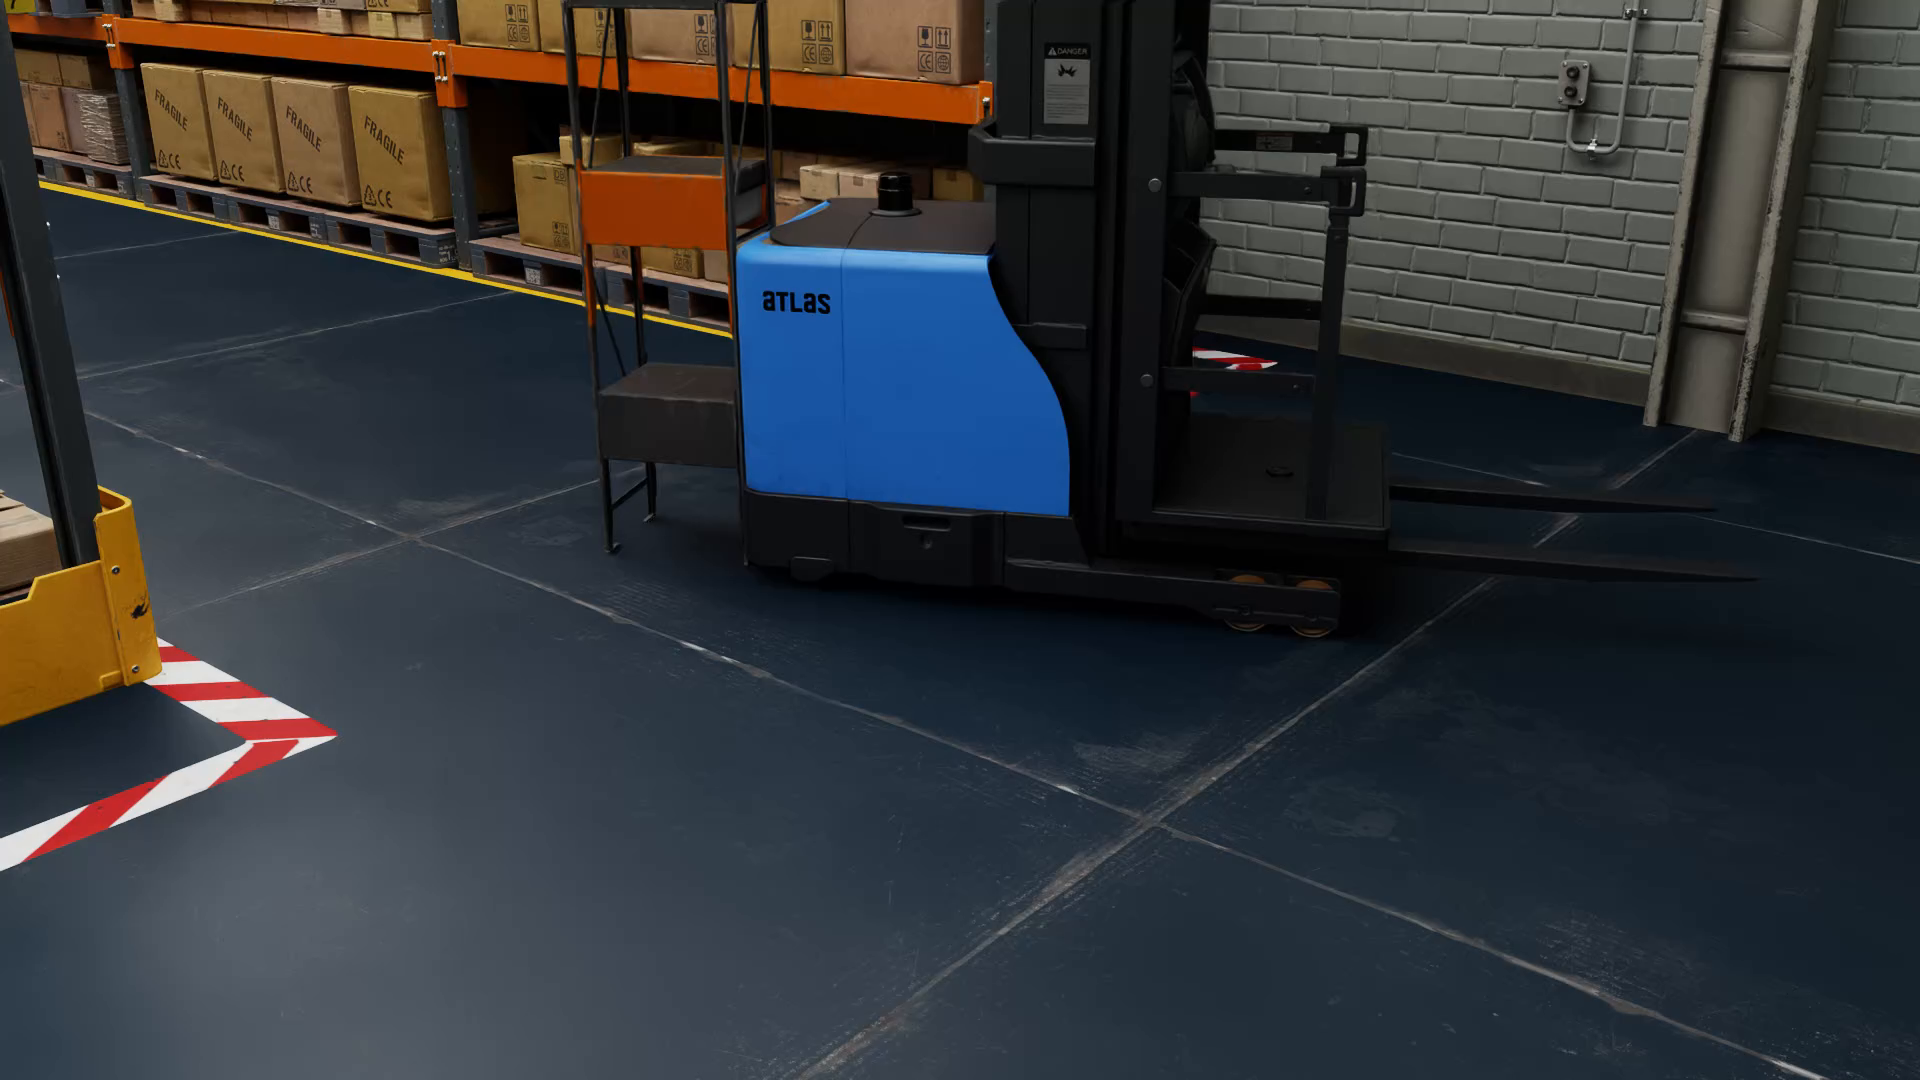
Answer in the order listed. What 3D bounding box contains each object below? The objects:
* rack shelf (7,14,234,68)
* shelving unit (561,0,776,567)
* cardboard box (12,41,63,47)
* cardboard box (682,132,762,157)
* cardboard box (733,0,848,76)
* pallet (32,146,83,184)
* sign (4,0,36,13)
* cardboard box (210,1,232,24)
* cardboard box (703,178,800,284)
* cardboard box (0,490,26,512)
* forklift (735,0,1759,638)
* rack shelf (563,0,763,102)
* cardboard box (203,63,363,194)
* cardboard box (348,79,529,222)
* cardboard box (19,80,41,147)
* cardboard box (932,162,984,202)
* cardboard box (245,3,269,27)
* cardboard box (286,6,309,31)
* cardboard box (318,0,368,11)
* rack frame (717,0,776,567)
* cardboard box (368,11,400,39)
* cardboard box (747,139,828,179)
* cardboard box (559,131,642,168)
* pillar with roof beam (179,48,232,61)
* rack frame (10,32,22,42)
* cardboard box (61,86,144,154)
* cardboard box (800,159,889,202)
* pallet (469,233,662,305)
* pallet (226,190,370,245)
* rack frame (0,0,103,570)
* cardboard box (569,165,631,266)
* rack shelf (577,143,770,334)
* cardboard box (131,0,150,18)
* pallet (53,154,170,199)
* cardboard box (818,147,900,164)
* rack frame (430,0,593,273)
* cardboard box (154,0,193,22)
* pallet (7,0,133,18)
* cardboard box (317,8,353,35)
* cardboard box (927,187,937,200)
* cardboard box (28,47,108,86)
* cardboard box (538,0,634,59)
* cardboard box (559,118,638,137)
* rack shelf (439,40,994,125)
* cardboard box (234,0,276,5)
[{"bbox_3d":[-7.284,-4.144,13.425,4.000,0.370,1.077,16,26,36],"label":"rack shelf"},{"bbox_3d":[-0.891,-0.982,5.297,0.503,2.100,0.431,5,21,12],"label":"shelving unit"},{"bbox_3d":[-7.910,-4.057,14.031,0.500,0.250,0.500,15,26,35],"label":"cardboard box"},{"bbox_3d":[-1.299,-2.132,9.098,0.250,0.149,0.380,16,26,37],"label":"cardboard box"},{"bbox_3d":[-0.509,-2.660,8.046,0.700,0.700,0.980,16,26,36],"label":"cardboard box"},{"bbox_3d":[-7.280,-3.177,13.793,1.213,0.211,1.003,16,26,36],"label":"pallet"},{"bbox_3d":[-2.323,-1.448,4.030,0.005,0.325,0.100,16,26,36],"label":"sign"},{"bbox_3d":[-4.805,-3.570,11.213,0.250,0.149,0.380,17,26,37],"label":"cardboard box"},{"bbox_3d":[-0.920,-1.629,8.684,0.500,0.500,0.700,15,25,35],"label":"cardboard box"},{"bbox_3d":[-2.967,-0.018,4.856,0.250,0.166,0.380,16,26,36],"label":"cardboard box"},{"bbox_3d":[0.883,-1.289,4.933,3.031,2.935,1.130,5,21,12],"label":"forklift"},{"bbox_3d":[-0.891,-1.624,5.054,0.480,0.518,0.431,5,21,12],"label":"rack shelf"},{"bbox_3d":[-4.573,-2.828,11.367,0.750,0.750,0.750,16,26,36],"label":"cardboard box"},{"bbox_3d":[-3.222,-2.442,10.344,0.750,0.750,0.750,16,26,37],"label":"cardboard box"},{"bbox_3d":[-7.451,-3.577,13.821,0.500,0.500,0.700,16,26,37],"label":"cardboard box"},{"bbox_3d":[0.081,-1.735,8.047,0.250,0.149,0.380,16,26,37],"label":"cardboard box"},{"bbox_3d":[-4.431,-3.450,10.894,0.250,0.149,0.380,16,26,37],"label":"cardboard box"},{"bbox_3d":[-4.033,-3.327,10.568,0.250,0.149,0.380,15,25,35],"label":"cardboard box"},{"bbox_3d":[-3.554,-3.482,10.060,0.500,0.500,0.500,16,26,37],"label":"cardboard box"},{"bbox_3d":[-0.654,-0.963,5.245,0.015,2.100,0.400,5,21,12],"label":"rack frame"},{"bbox_3d":[-3.287,-3.082,9.916,0.250,0.149,0.380,17,26,37],"label":"cardboard box"},{"bbox_3d":[-0.903,-2.018,8.796,0.250,0.149,0.380,16,26,37],"label":"cardboard box"},{"bbox_3d":[-1.971,-2.151,9.149,0.250,0.149,0.380,17,27,38],"label":"cardboard box"},{"bbox_3d":[-8.917,-6.191,9.332,0.400,9.000,9.100,16,26,36],"label":"pillar with roof beam"},{"bbox_3d":[-8.834,-4.927,14.482,0.127,3.000,1.000,16,26,36],"label":"rack frame"},{"bbox_3d":[-6.651,-3.364,13.256,0.500,0.500,0.700,16,26,36],"label":"cardboard box"},{"bbox_3d":[-0.556,-1.744,8.071,0.250,0.149,0.380,17,26,38],"label":"cardboard box"},{"bbox_3d":[-2.096,-1.646,9.734,1.213,0.211,1.003,16,26,36],"label":"pallet"},{"bbox_3d":[-4.231,-2.261,11.364,1.213,0.211,1.003,16,26,36],"label":"pallet"},{"bbox_3d":[-2.666,-0.894,3.789,0.127,3.000,1.000,16,26,36],"label":"rack frame"},{"bbox_3d":[-1.734,-1.861,9.299,0.500,0.500,0.700,16,26,36],"label":"cardboard box"},{"bbox_3d":[-0.891,-0.969,5.301,0.480,0.518,0.431,5,21,12],"label":"rack shelf"},{"bbox_3d":[-5.626,-3.789,11.793,0.250,0.149,0.380,16,26,36],"label":"cardboard box"},{"bbox_3d":[-6.339,-2.904,13.071,1.213,0.211,1.003,16,26,36],"label":"pallet"},{"bbox_3d":[-0.506,-1.904,8.495,0.250,0.149,0.380,16,26,37],"label":"cardboard box"},{"bbox_3d":[-2.636,-3.142,9.749,0.127,3.000,1.000,16,26,36],"label":"rack frame"},{"bbox_3d":[-5.284,-3.648,11.419,0.250,0.149,0.380,17,27,38],"label":"cardboard box"},{"bbox_3d":[-6.354,-4.074,12.493,1.003,0.211,1.213,16,26,36],"label":"pallet"},{"bbox_3d":[-3.701,-3.195,10.216,0.250,0.149,0.380,16,26,36],"label":"cardboard box"},{"bbox_3d":[-0.142,-1.405,8.091,0.500,0.500,0.700,16,26,36],"label":"cardboard box"},{"bbox_3d":[-7.129,-3.825,13.418,0.500,0.250,0.500,16,26,36],"label":"cardboard box"},{"bbox_3d":[-1.664,-2.992,8.927,0.700,0.700,0.980,15,25,35],"label":"cardboard box"},{"bbox_3d":[-2.108,-2.364,9.714,0.250,0.149,0.380,16,26,36],"label":"cardboard box"},{"bbox_3d":[-1.086,-2.359,8.692,4.000,0.370,1.077,16,26,36],"label":"rack shelf"},{"bbox_3d":[-4.328,-3.707,10.655,0.500,0.500,0.500,17,27,38],"label":"cardboard box"}]
